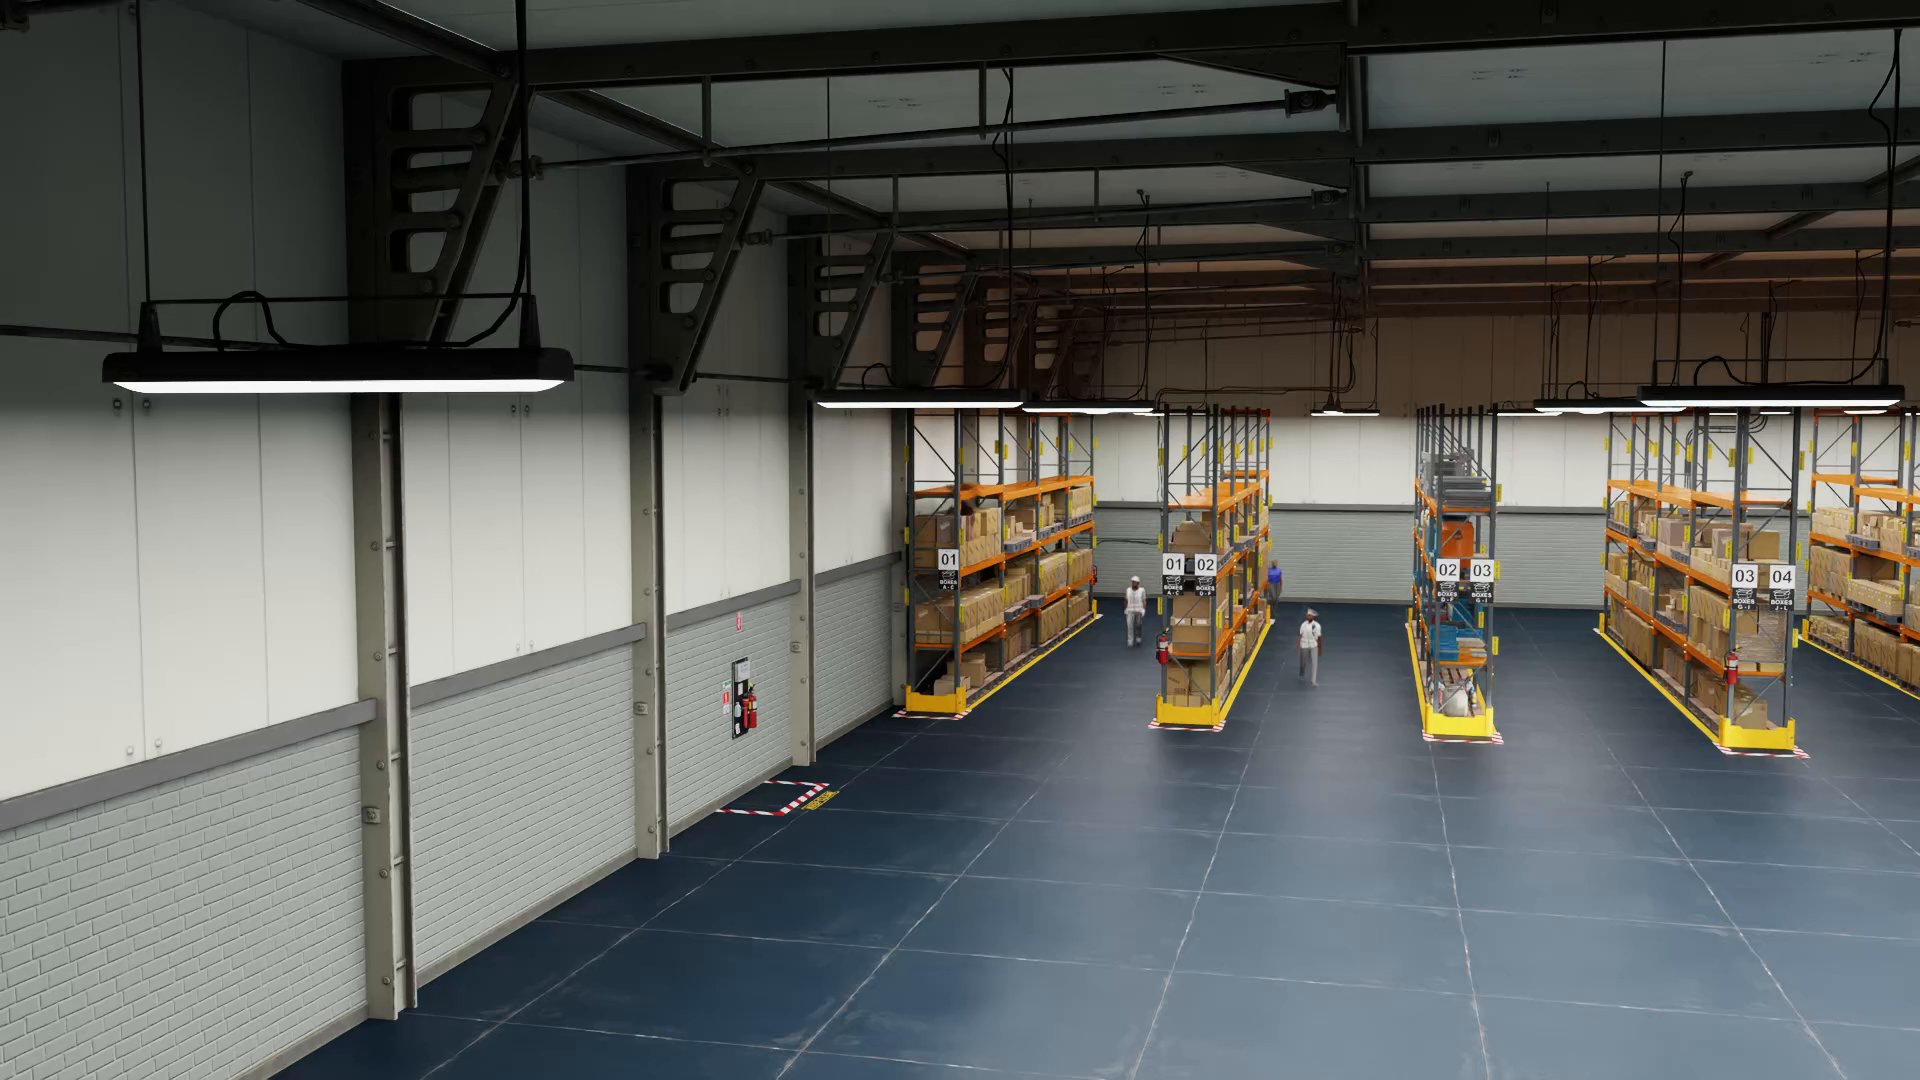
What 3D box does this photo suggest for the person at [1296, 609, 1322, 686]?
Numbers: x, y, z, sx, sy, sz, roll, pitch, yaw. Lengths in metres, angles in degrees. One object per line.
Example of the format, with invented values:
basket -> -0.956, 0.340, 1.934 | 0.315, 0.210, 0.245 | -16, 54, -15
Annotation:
person -> 7.497, 2.298, 35.754 | 0.556, 1.648, 0.979 | 0, 4, 2

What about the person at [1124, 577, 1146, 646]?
person -> 4.396, 1.791, 41.843 | 0.575, 1.733, 1.046 | 1, 4, 12

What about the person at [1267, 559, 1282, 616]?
person -> 9.083, 1.379, 48.037 | 0.435, 1.650, 0.453 | -3, 5, -32
